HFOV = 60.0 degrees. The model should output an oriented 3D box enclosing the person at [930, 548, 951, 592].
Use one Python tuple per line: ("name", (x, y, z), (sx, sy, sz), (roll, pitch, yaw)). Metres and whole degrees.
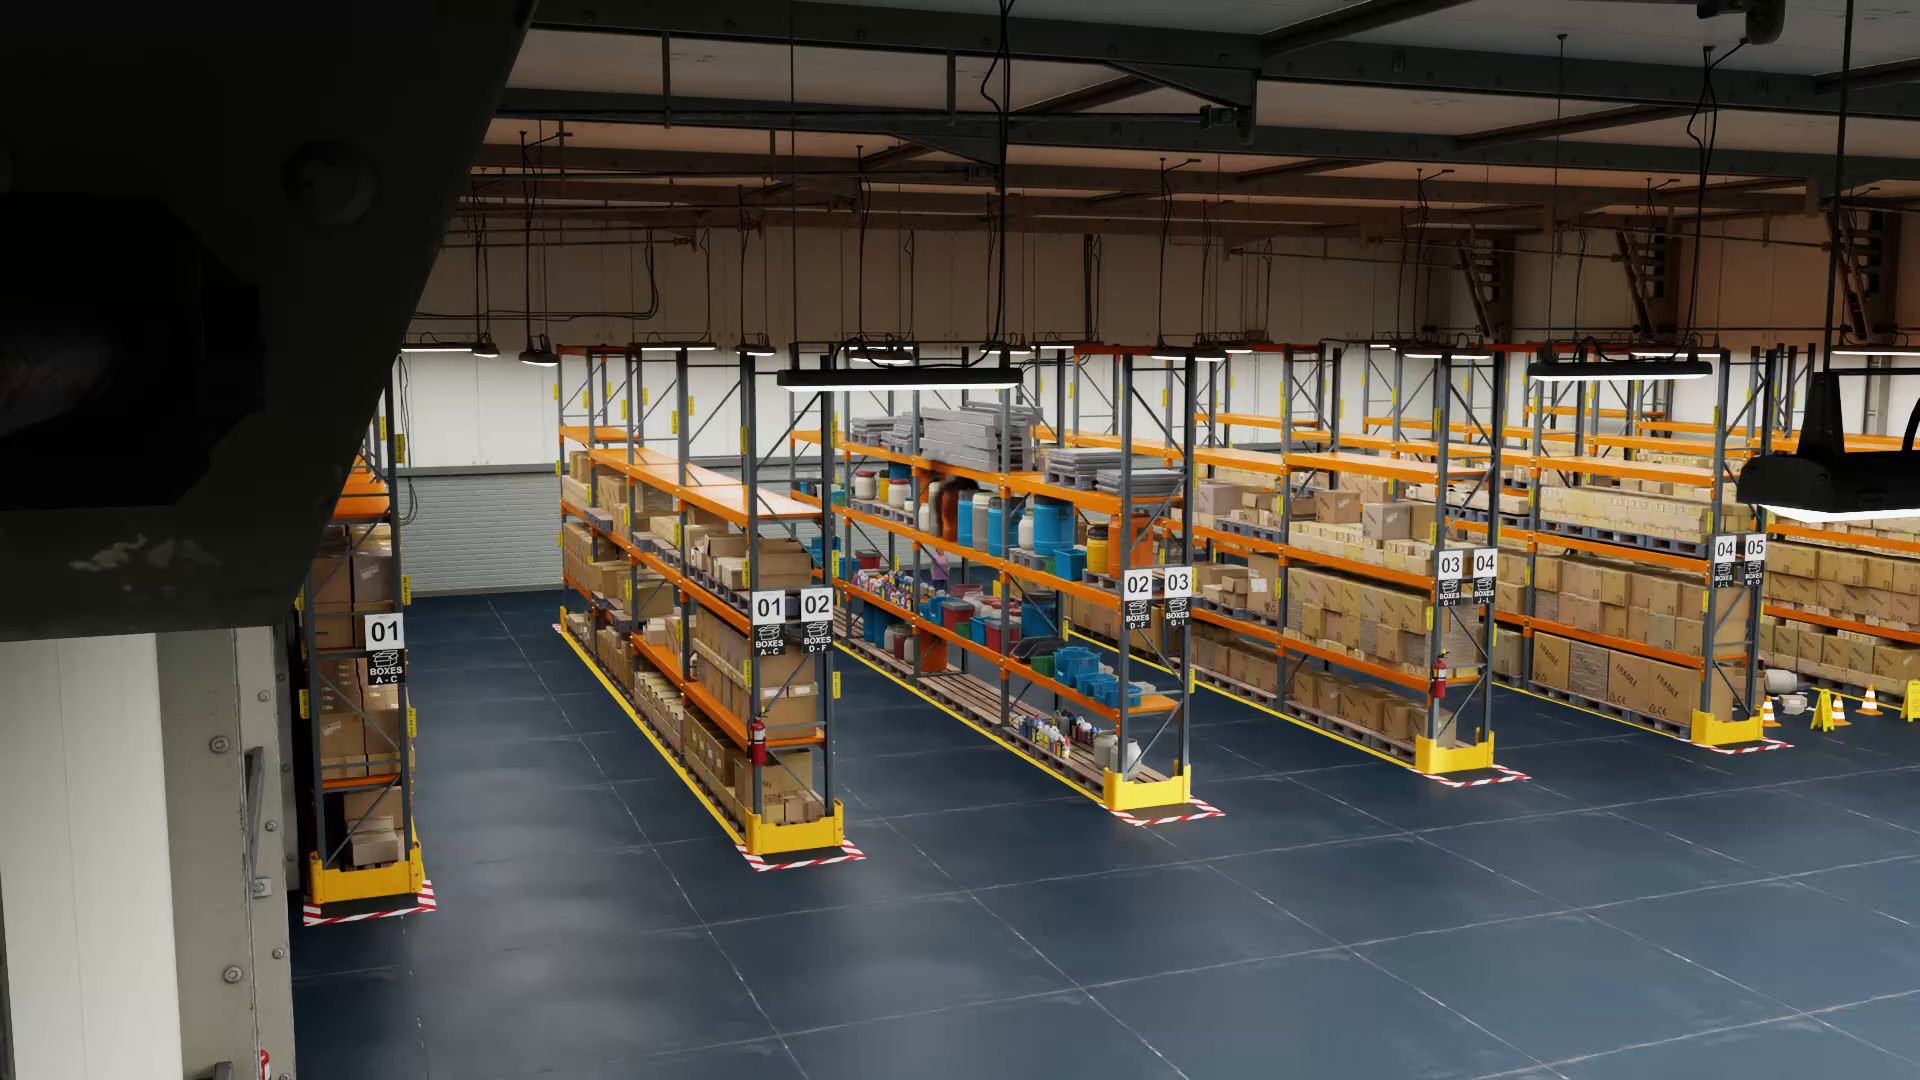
("person", (-0.446, 0.868, 36.757), (0.428, 1.592, 0.479), (-4, 8, -27))
